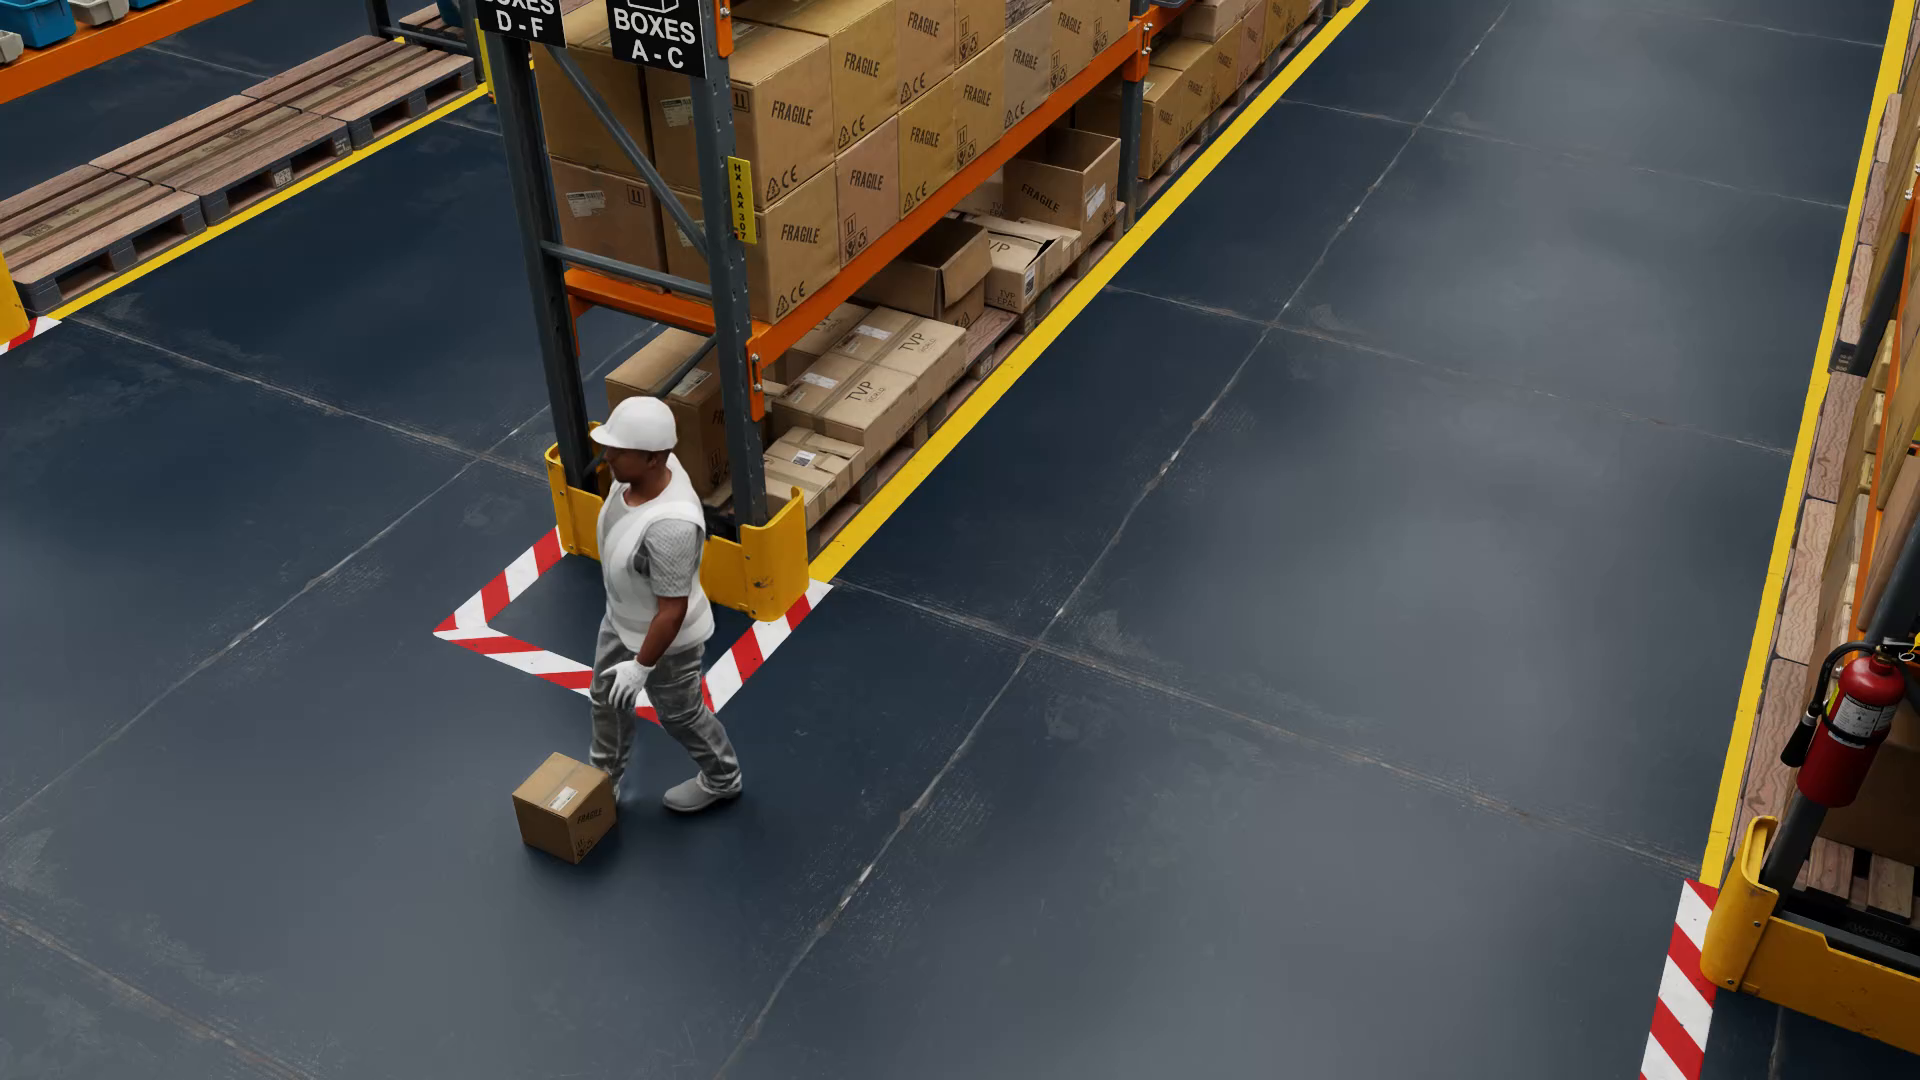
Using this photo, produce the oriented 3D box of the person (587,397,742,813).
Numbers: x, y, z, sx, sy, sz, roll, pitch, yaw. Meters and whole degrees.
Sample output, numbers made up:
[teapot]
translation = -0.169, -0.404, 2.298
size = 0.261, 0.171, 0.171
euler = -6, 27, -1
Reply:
[person]
translation = -1.173, 0.325, 5.699
size = 0.737, 1.773, 0.621
euler = -18, 41, -21
